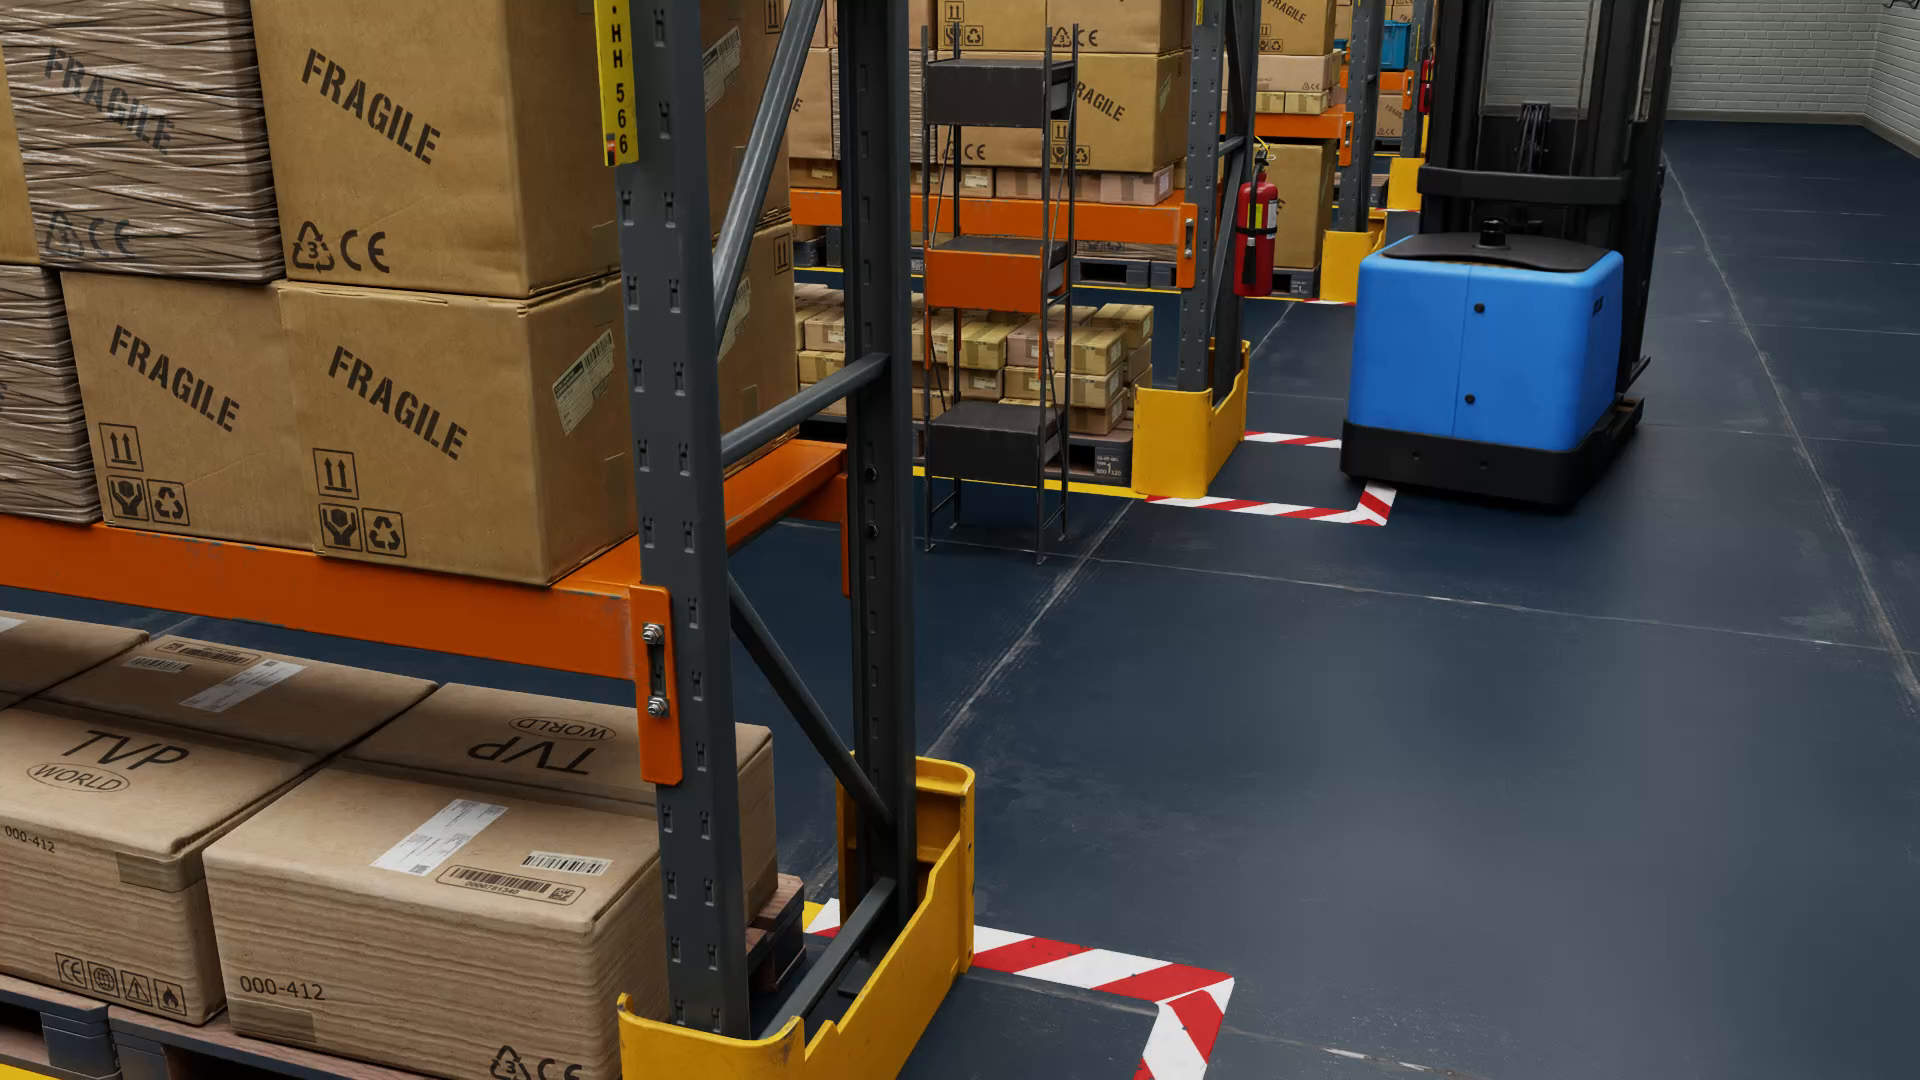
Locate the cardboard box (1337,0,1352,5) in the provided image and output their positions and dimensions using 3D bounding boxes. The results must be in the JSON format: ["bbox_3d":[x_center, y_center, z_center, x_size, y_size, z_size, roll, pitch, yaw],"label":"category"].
[{"bbox_3d":[4.703,-6.990,20.902,0.500,0.500,0.500,7,20,20],"label":"cardboard box"}]

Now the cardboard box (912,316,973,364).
[{"bbox_3d":[-0.107,-0.981,8.123,0.250,0.149,0.380,6,20,16],"label":"cardboard box"}]

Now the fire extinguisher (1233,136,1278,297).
[{"bbox_3d":[1.291,-1.405,7.234,0.183,0.674,0.296,7,20,18],"label":"fire extinguisher"}]

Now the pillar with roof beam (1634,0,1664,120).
[{"bbox_3d":[9.226,-9.412,20.405,0.400,9.000,9.100,7,20,18],"label":"pillar with roof beam"}]

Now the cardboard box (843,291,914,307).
[{"bbox_3d":[-0.428,-1.220,8.808,0.250,0.149,0.380,7,20,19],"label":"cardboard box"}]

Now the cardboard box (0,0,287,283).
[{"bbox_3d":[-1.361,-0.783,3.095,0.500,0.500,0.500,7,20,18],"label":"cardboard box"}]

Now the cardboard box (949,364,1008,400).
[{"bbox_3d":[0.121,-0.805,8.069,0.250,0.149,0.380,6,20,16],"label":"cardboard box"}]

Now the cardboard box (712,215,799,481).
[{"bbox_3d":[-0.683,-0.427,3.592,0.500,0.500,0.500,6,20,18],"label":"cardboard box"}]

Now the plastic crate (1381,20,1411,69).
[{"bbox_3d":[4.176,-4.883,16.382,0.499,0.435,0.616,7,20,18],"label":"plastic crate"}]

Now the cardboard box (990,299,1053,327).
[{"bbox_3d":[0.326,-1.143,8.588,0.250,0.149,0.380,6,20,18],"label":"cardboard box"}]

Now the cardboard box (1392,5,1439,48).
[{"bbox_3d":[5.670,-6.410,20.757,0.500,0.500,0.500,7,20,20],"label":"cardboard box"}]

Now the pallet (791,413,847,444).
[{"bbox_3d":[-0.771,-0.711,8.795,1.213,0.211,1.003,7,20,18],"label":"pallet"}]

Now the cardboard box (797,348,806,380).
[{"bbox_3d":[-0.877,-0.911,8.375,0.250,0.149,0.380,7,20,19],"label":"cardboard box"}]

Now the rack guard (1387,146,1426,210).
[{"bbox_3d":[4.580,-3.681,16.876,0.348,0.500,1.175,7,20,18],"label":"rack guard"}]

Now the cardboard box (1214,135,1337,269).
[{"bbox_3d":[2.297,-2.559,12.450,0.875,0.875,0.875,7,20,18],"label":"cardboard box"}]

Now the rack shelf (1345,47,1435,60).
[{"bbox_3d":[4.293,-6.276,21.616,4.000,0.370,1.077,7,20,18],"label":"rack shelf"}]

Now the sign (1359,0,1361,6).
[{"bbox_3d":[2.737,-3.811,11.333,0.005,0.325,0.100,7,20,18],"label":"sign"}]

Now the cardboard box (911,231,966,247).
[{"bbox_3d":[-0.253,-2.851,13.287,0.875,0.875,0.875,7,20,18],"label":"cardboard box"}]

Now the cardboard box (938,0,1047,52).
[{"bbox_3d":[0.212,-2.475,7.497,0.500,0.500,0.500,6,20,16],"label":"cardboard box"}]

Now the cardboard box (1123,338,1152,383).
[{"bbox_3d":[0.794,-0.917,8.392,0.250,0.149,0.380,7,21,20],"label":"cardboard box"}]

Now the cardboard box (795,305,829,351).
[{"bbox_3d":[-0.848,-1.075,8.393,0.250,0.149,0.380,7,20,18],"label":"cardboard box"}]

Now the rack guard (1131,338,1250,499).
[{"bbox_3d":[1.133,-0.616,8.085,0.348,0.500,1.175,7,20,18],"label":"rack guard"}]

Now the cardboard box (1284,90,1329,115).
[{"bbox_3d":[2.484,-3.137,11.901,0.250,0.149,0.380,7,20,19],"label":"cardboard box"}]

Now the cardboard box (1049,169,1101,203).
[{"bbox_3d":[0.582,-1.656,7.651,0.250,0.149,0.380,6,20,18],"label":"cardboard box"}]

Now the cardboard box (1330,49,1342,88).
[{"bbox_3d":[2.563,-3.525,12.408,0.500,0.250,0.500,6,20,17],"label":"cardboard box"}]

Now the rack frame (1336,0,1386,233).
[{"bbox_3d":[2.928,-3.320,12.043,0.127,3.000,1.000,7,20,18],"label":"rack frame"}]

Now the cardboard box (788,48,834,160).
[{"bbox_3d":[-0.739,-2.111,7.971,0.500,0.500,0.500,8,21,21],"label":"cardboard box"}]

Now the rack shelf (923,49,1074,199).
[{"bbox_3d":[0.156,-1.622,6.453,0.480,0.518,0.431,7,20,18],"label":"rack shelf"}]

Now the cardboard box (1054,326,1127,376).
[{"bbox_3d":[0.622,-0.900,7.890,0.250,0.149,0.380,7,20,19],"label":"cardboard box"}]

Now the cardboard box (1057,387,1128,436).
[{"bbox_3d":[0.639,-0.633,8.027,0.250,0.149,0.380,7,20,19],"label":"cardboard box"}]

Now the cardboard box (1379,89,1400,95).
[{"bbox_3d":[6.638,-7.057,25.923,0.500,0.500,0.700,6,20,18],"label":"cardboard box"}]

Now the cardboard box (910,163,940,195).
[{"bbox_3d":[-0.148,-1.736,7.881,0.250,0.149,0.380,6,20,16],"label":"cardboard box"}]

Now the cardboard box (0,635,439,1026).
[{"bbox_3d":[-1.848,0.637,3.947,0.875,0.438,0.875,7,20,20],"label":"cardboard box"}]

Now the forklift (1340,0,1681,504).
[{"bbox_3d":[2.950,-1.978,8.298,1.130,2.935,3.031,11,22,28],"label":"forklift"}]

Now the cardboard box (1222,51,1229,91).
[{"bbox_3d":[1.904,-3.414,12.090,0.500,0.250,0.500,6,20,17],"label":"cardboard box"}]

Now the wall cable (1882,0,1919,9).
[{"bbox_3d":[13.030,-8.585,22.750,0.112,2.526,3.097,7,20,18],"label":"wall cable"}]

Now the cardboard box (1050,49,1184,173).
[{"bbox_3d":[0.696,-1.945,7.494,0.500,0.500,0.500,7,20,19],"label":"cardboard box"}]

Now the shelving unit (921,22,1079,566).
[{"bbox_3d":[0.156,-0.974,6.679,0.503,2.100,0.431,7,20,18],"label":"shelving unit"}]

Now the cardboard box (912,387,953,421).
[{"bbox_3d":[-0.096,-0.707,8.240,0.250,0.149,0.380,7,20,19],"label":"cardboard box"}]

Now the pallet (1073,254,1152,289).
[{"bbox_3d":[0.998,-2.197,13.059,1.213,0.211,1.003,7,20,18],"label":"pallet"}]

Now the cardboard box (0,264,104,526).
[{"bbox_3d":[-1.825,-0.367,3.420,0.500,0.500,0.500,7,20,20],"label":"cardboard box"}]

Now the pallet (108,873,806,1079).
[{"bbox_3d":[-1.105,1.016,3.840,1.213,0.211,1.003,7,20,18],"label":"pallet"}]

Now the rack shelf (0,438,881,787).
[{"bbox_3d":[-2.213,-0.115,3.941,4.000,0.370,1.077,7,20,18],"label":"rack shelf"}]
